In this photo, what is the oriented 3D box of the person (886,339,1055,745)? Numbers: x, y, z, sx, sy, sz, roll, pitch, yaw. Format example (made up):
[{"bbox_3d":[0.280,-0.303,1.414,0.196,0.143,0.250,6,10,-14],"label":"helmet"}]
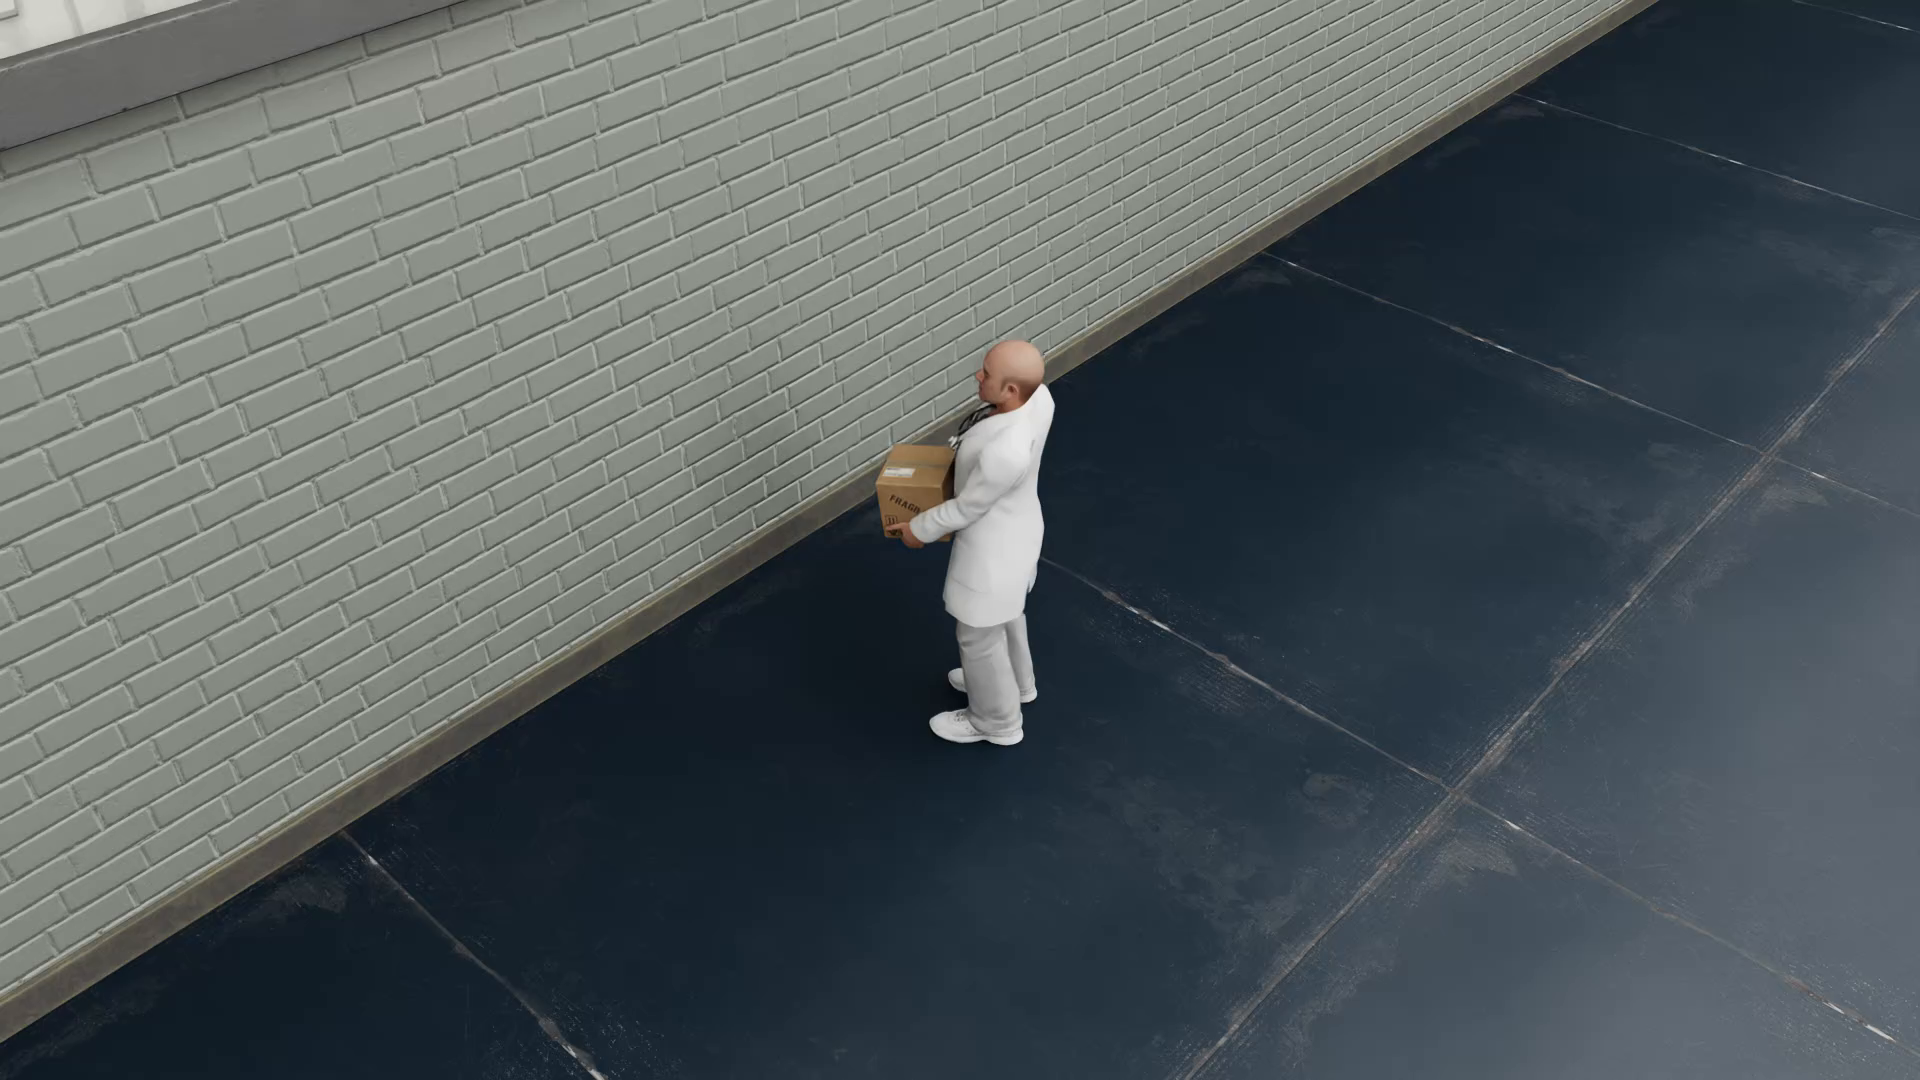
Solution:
[{"bbox_3d":[0.029,-0.003,6.174,0.556,1.775,0.527,9,40,11],"label":"person"}]
